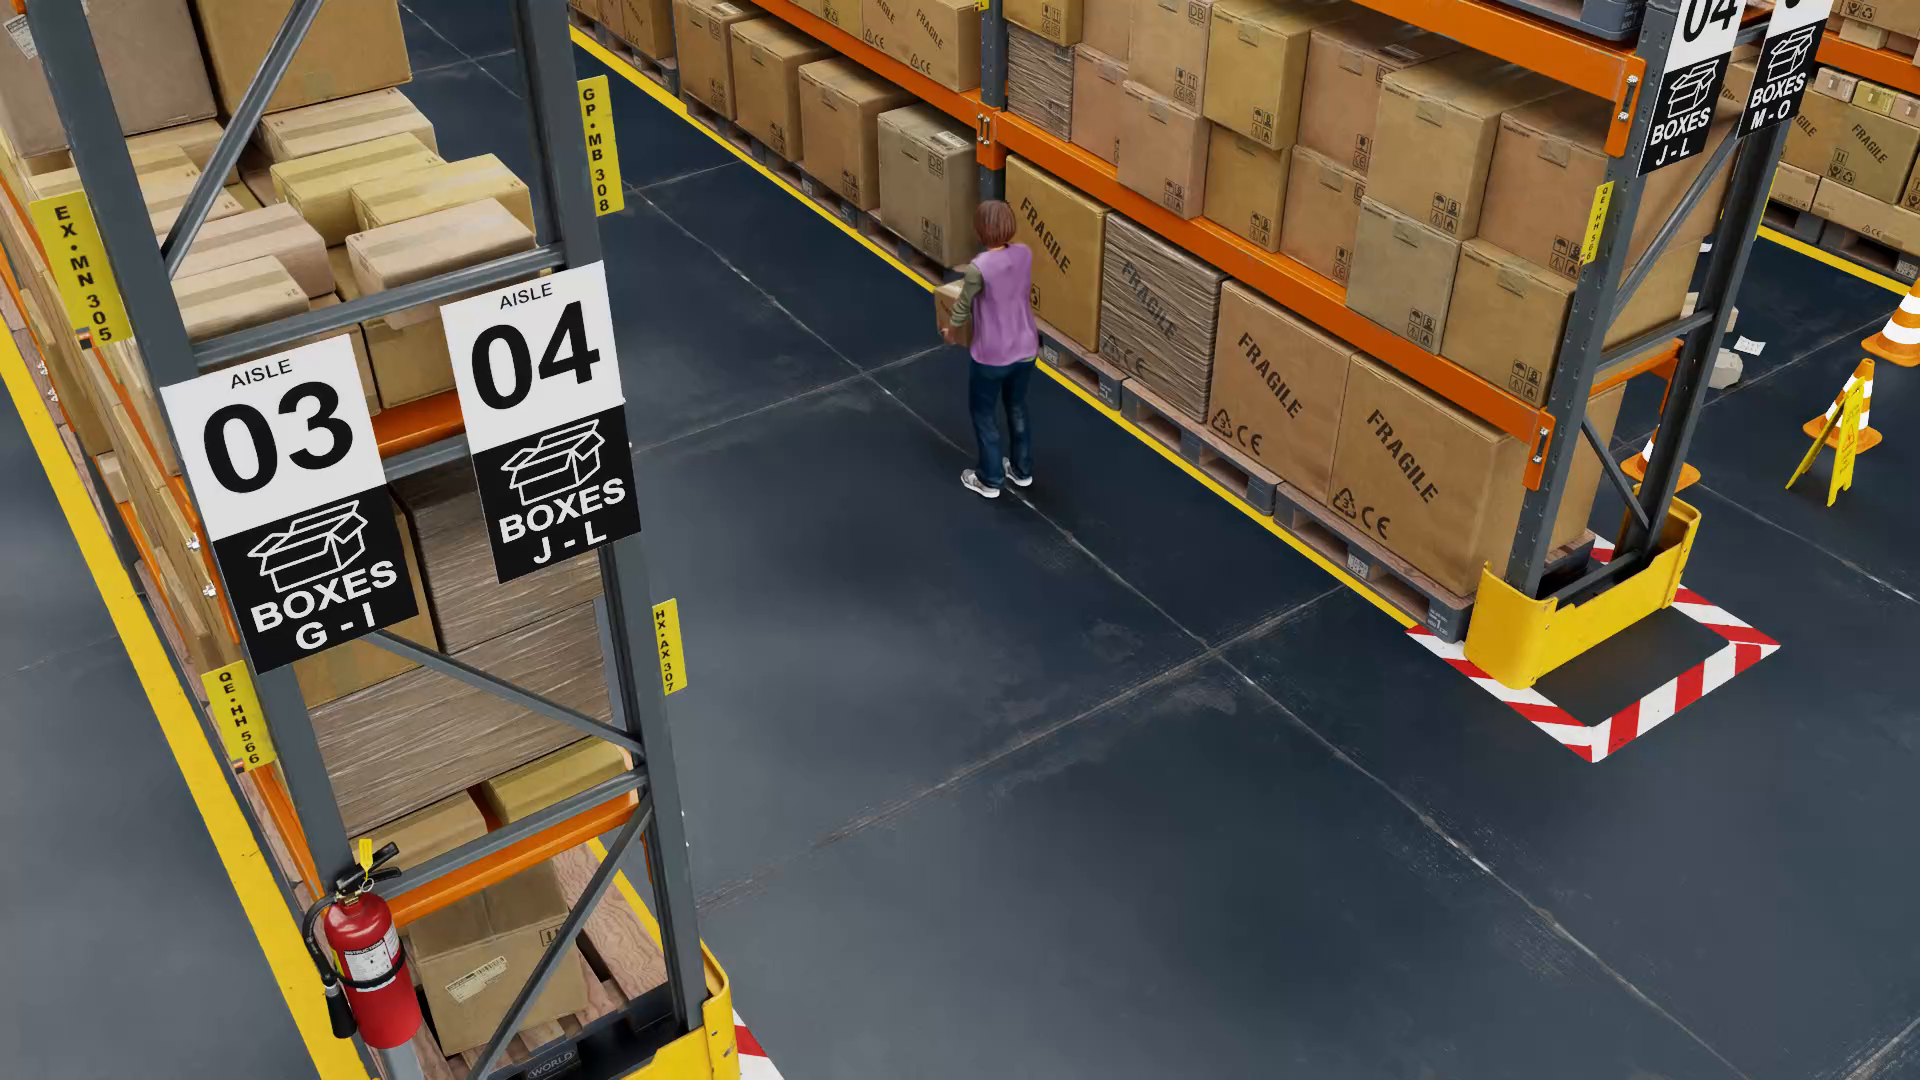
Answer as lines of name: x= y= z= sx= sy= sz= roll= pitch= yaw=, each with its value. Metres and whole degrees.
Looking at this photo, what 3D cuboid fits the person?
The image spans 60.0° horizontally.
person: x=0.175 y=-0.955 z=8.273 sx=0.443 sy=1.603 sz=0.436 roll=-23 pitch=43 yaw=-28
